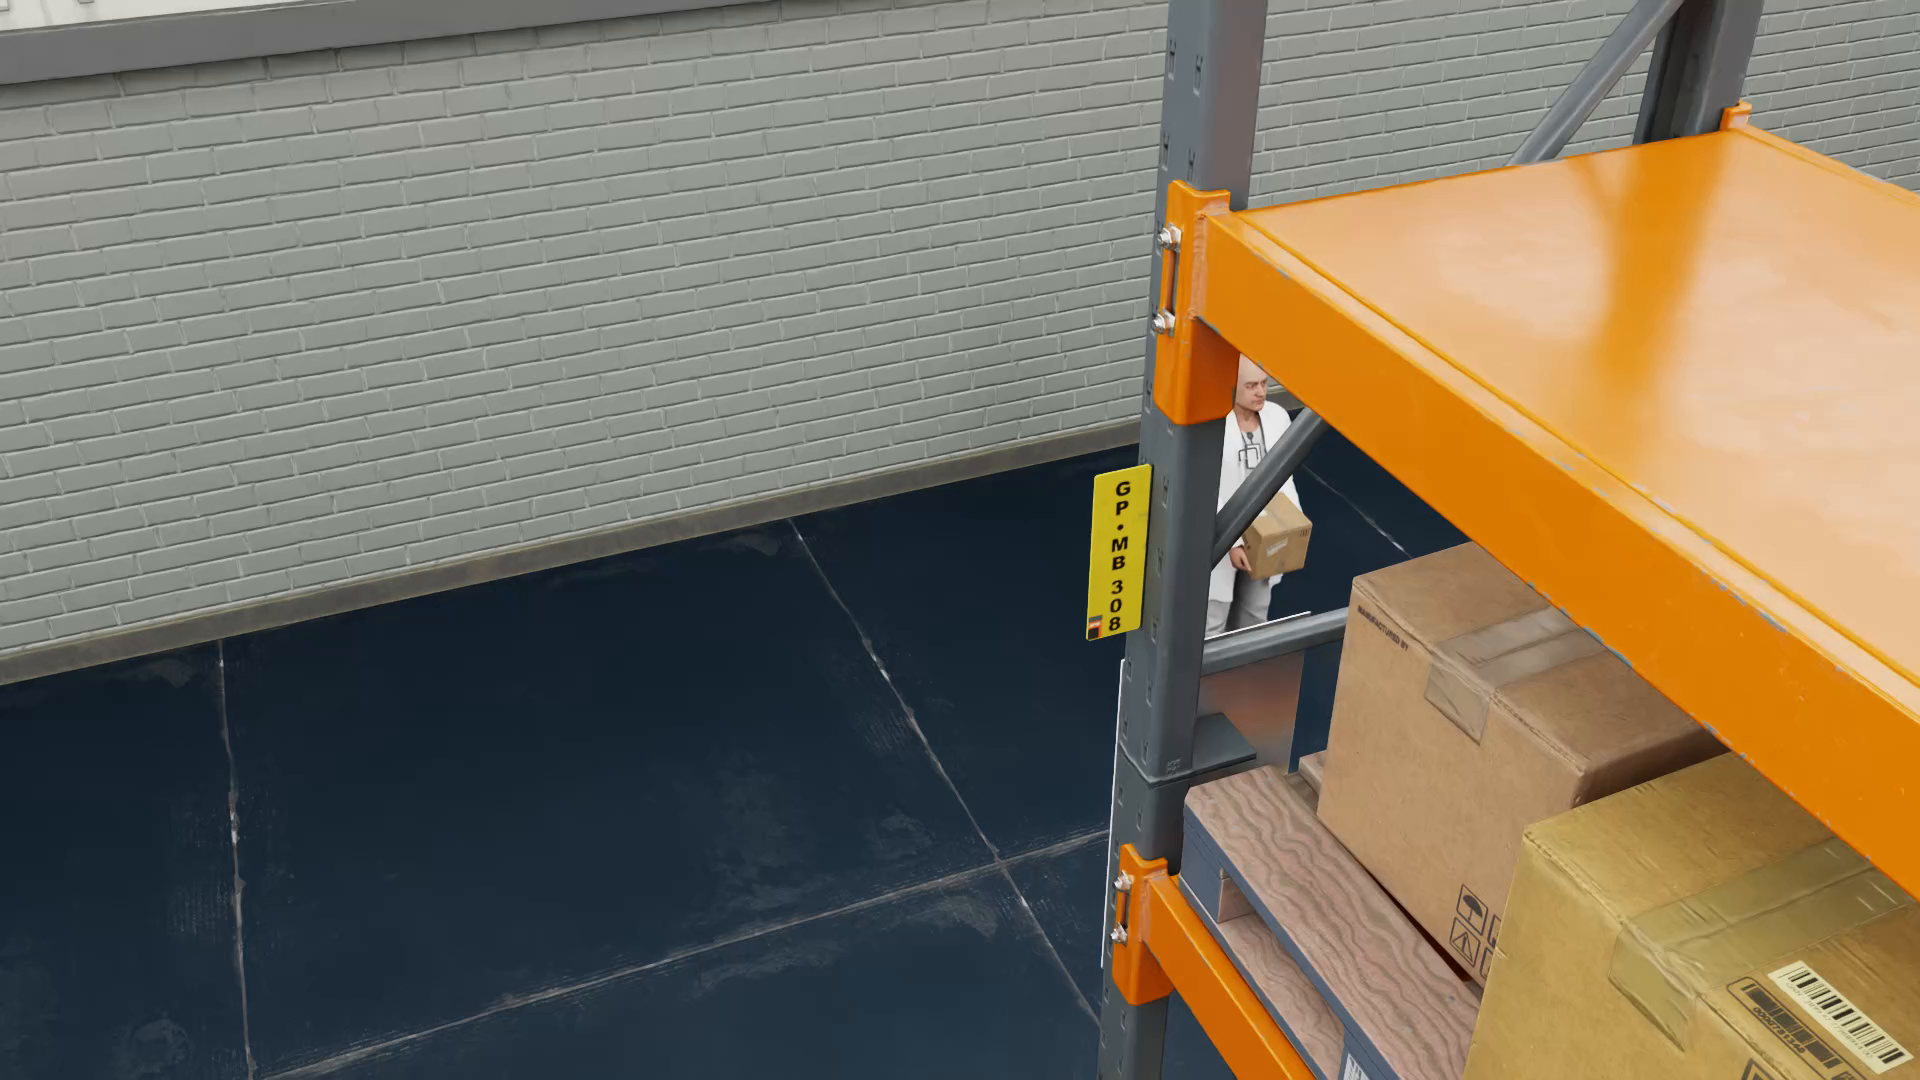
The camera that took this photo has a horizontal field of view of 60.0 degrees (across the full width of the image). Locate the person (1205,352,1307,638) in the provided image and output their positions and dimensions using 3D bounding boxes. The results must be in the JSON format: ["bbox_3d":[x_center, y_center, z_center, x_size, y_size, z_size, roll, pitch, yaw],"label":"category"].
[{"bbox_3d":[1.284,0.036,7.489,0.528,1.773,0.554,-13,35,-19],"label":"person"}]
